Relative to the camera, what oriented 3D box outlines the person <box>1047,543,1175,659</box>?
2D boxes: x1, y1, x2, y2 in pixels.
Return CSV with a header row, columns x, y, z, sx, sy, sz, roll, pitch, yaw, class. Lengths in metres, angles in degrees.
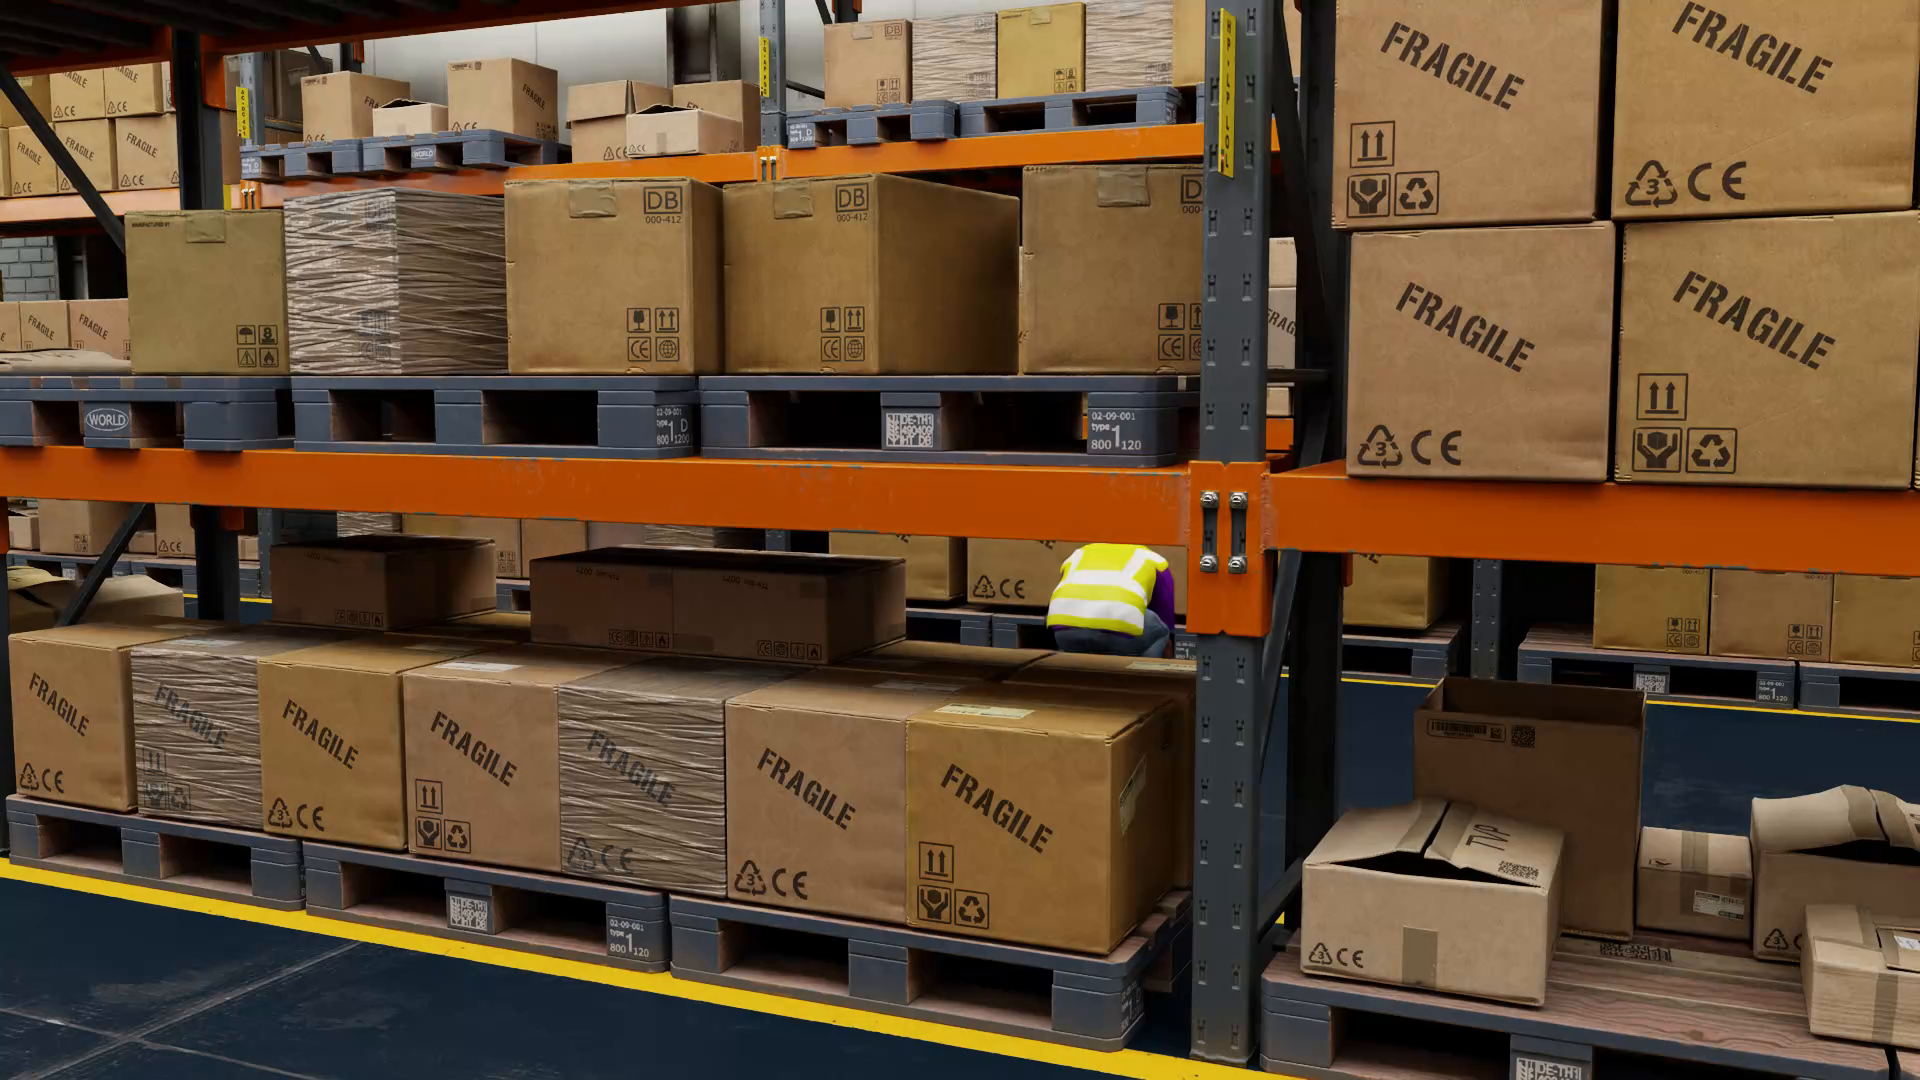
x,y,z,sx,sy,sz,roll,pitch,yaw,class
0.672,0.412,7.531,0.531,0.861,0.944,2,6,22,person
